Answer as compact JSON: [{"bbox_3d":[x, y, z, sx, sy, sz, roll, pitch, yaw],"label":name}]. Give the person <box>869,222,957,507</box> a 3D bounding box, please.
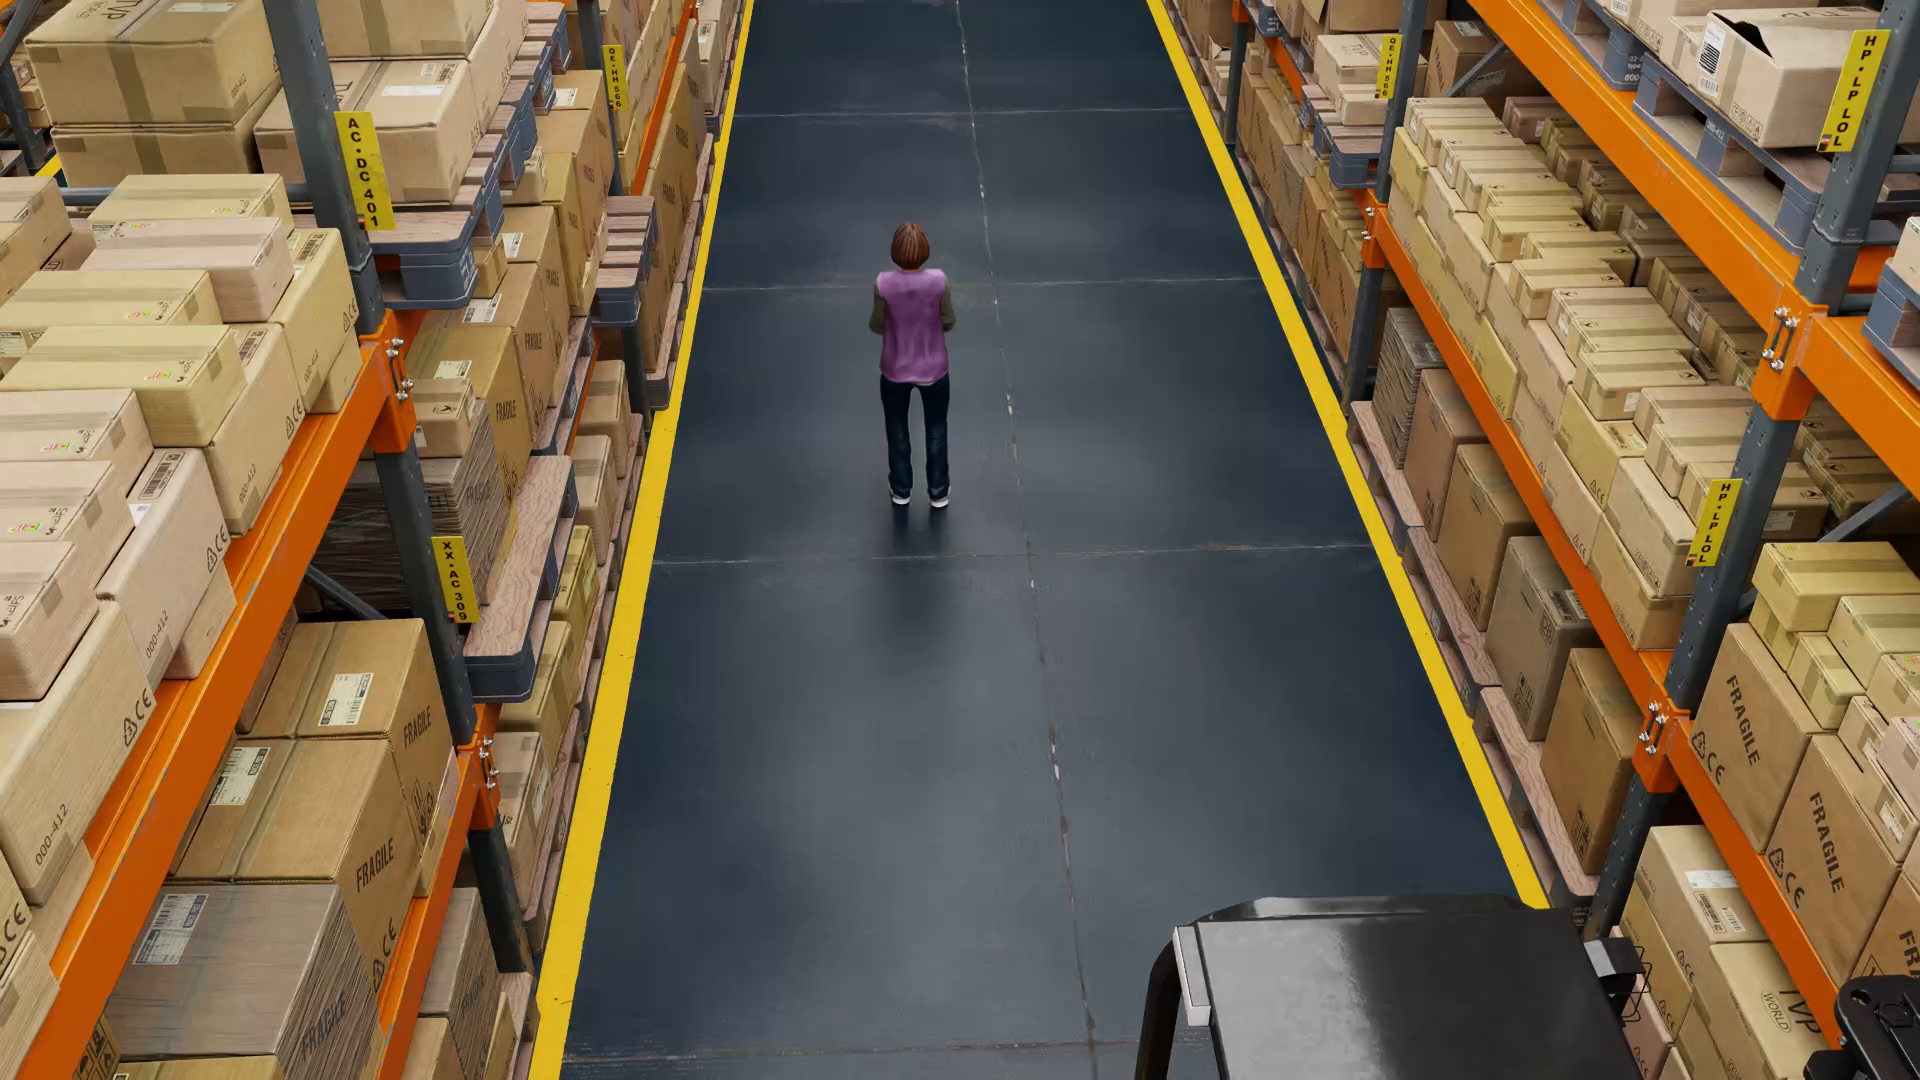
[{"bbox_3d":[-0.236,-0.906,8.452,0.438,1.602,0.471,-2,36,-2],"label":"person"}]
